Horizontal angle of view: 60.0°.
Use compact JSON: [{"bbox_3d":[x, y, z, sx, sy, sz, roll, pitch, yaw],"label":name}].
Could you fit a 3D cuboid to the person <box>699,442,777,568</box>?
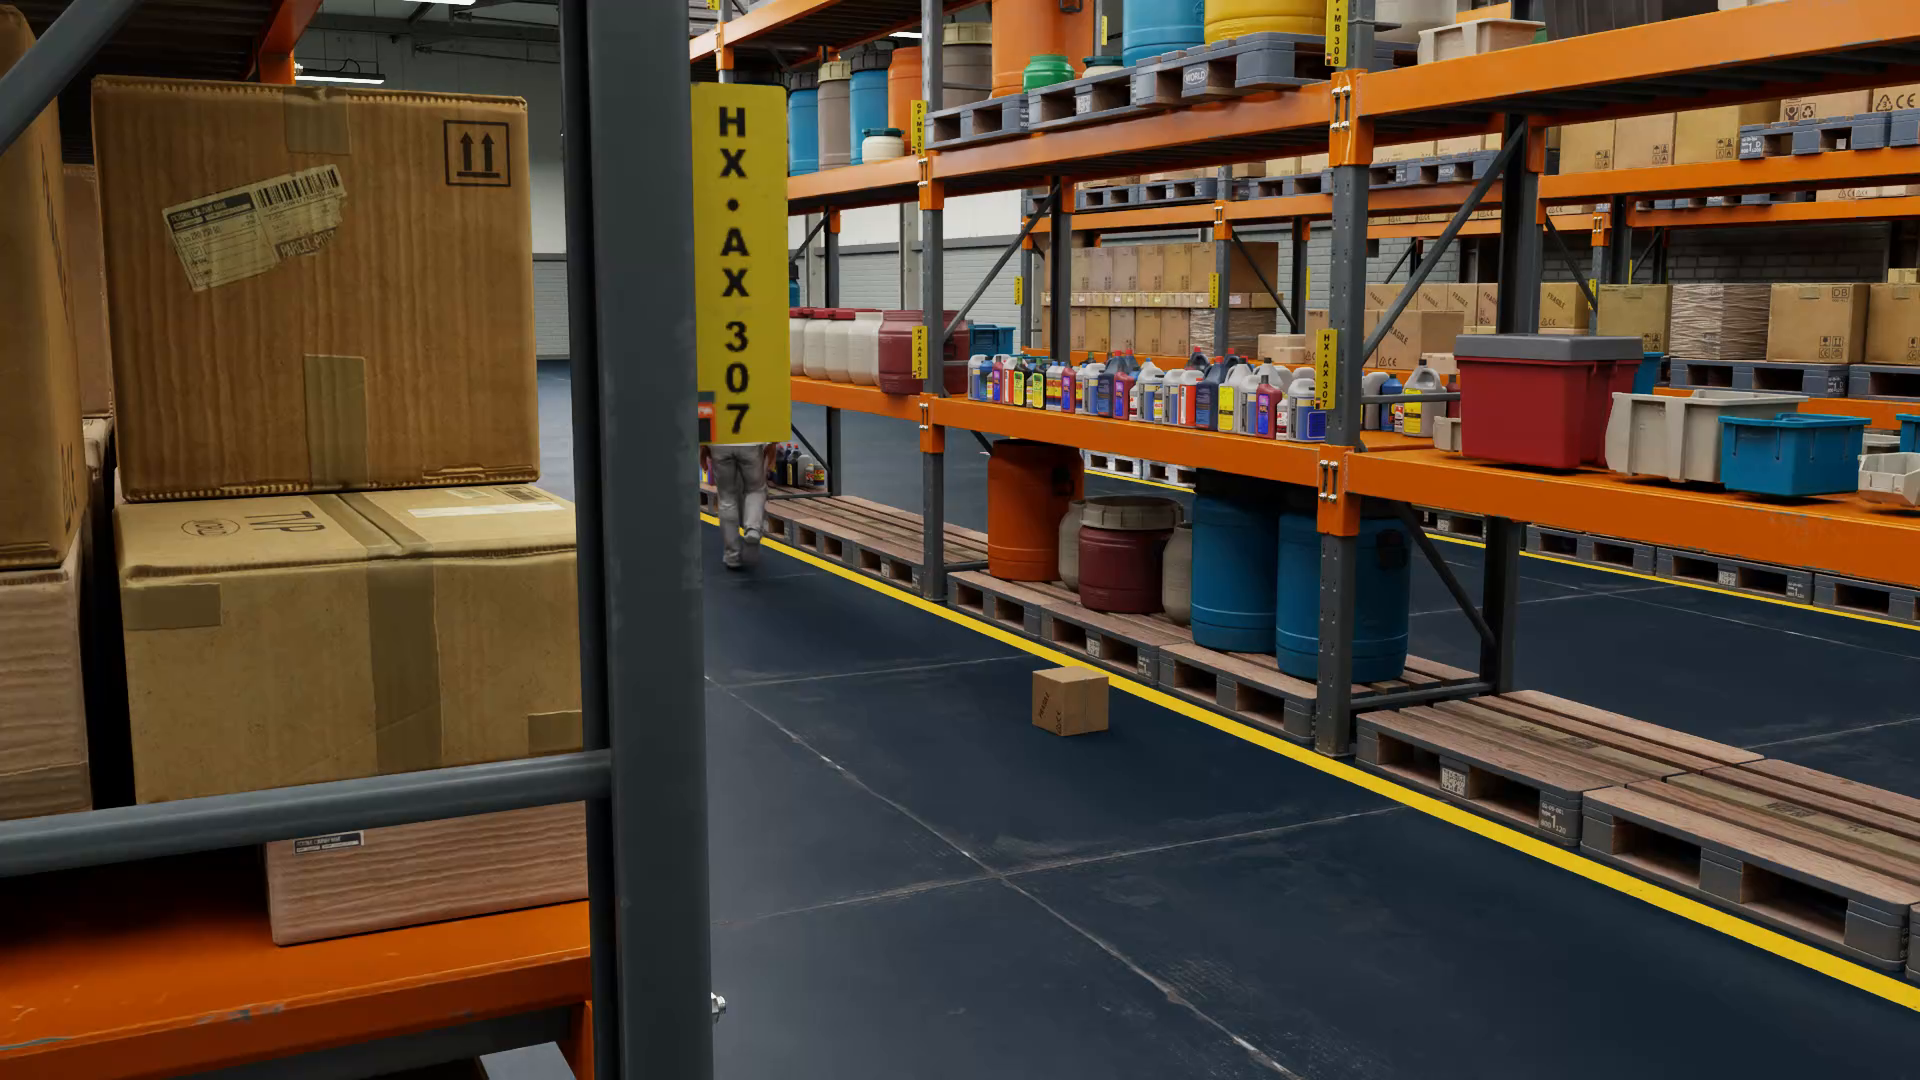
[{"bbox_3d":[-1.557,-0.675,11.672,0.570,1.758,0.587,-1,9,-8],"label":"person"}]
